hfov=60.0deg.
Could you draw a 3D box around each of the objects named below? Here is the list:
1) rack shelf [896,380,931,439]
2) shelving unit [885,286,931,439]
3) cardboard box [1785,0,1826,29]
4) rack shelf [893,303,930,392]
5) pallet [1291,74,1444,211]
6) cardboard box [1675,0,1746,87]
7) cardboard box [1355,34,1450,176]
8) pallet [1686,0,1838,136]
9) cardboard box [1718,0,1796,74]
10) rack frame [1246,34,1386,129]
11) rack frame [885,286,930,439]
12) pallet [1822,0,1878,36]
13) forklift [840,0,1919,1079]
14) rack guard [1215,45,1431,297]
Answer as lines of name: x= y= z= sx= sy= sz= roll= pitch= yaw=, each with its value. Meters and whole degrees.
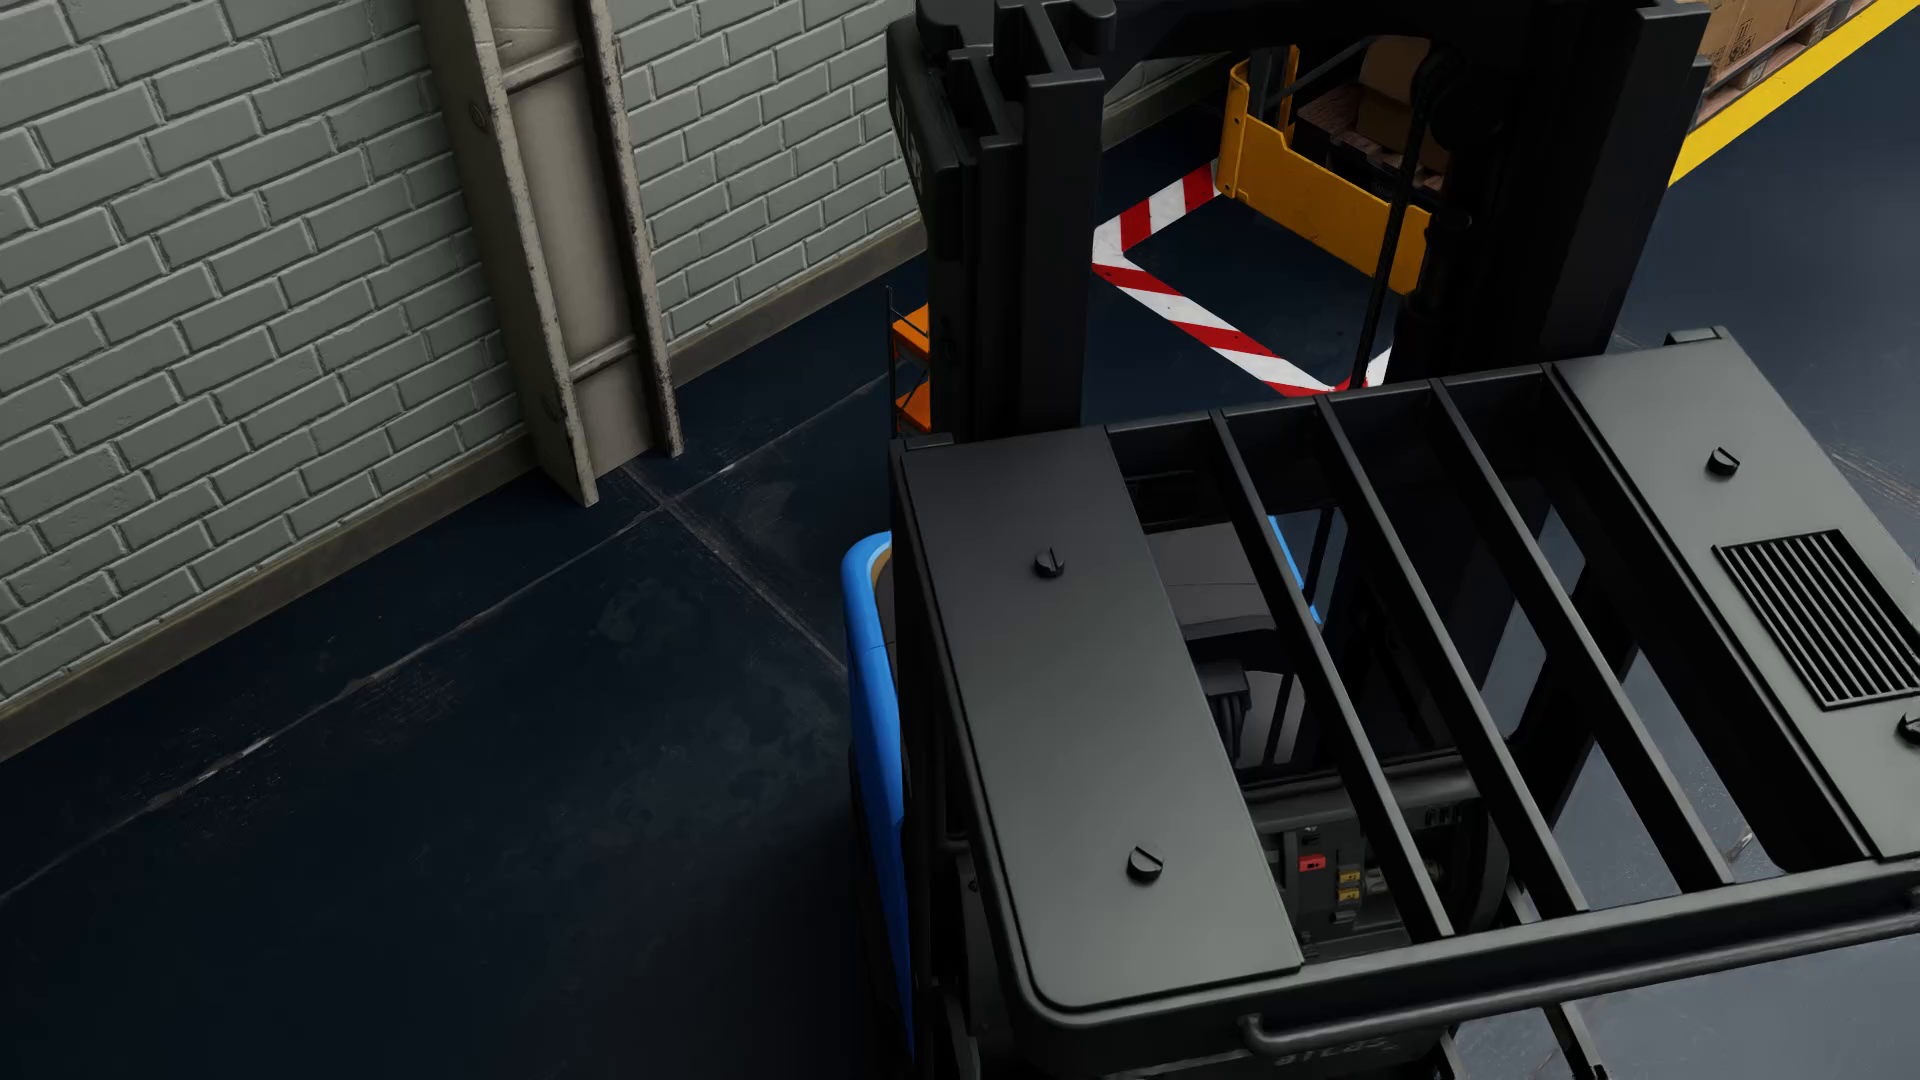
rack shelf: x=-0.040 y=-0.322 z=4.847 sx=0.240 sy=0.259 sz=0.215 roll=-34 pitch=56 yaw=-27
shelving unit: x=-0.040 y=-0.330 z=4.840 sx=0.252 sy=1.050 sz=0.215 roll=-34 pitch=56 yaw=-27
cardboard box: x=3.383 y=-2.603 z=7.026 sx=0.500 sy=0.500 sz=0.700 roll=-36 pitch=57 yaw=-28
rack shelf: x=-0.040 y=-0.515 z=4.639 sx=0.240 sy=0.259 sz=0.215 roll=-34 pitch=56 yaw=-27
pallet: x=2.085 y=-1.629 z=6.610 sx=1.213 sy=0.211 sz=1.003 roll=-34 pitch=56 yaw=-27
cardboard box: x=2.615 y=-2.090 z=6.553 sx=0.500 sy=0.500 sz=0.700 roll=-32 pitch=55 yaw=-26
cardboard box: x=1.956 y=-1.690 z=6.181 sx=0.637 sy=0.503 sz=0.797 roll=-36 pitch=57 yaw=-28
pallet: x=2.987 y=-2.230 z=7.164 sx=1.213 sy=0.211 sz=1.003 roll=-34 pitch=56 yaw=-27
cardboard box: x=3.073 y=-2.297 z=6.744 sx=0.500 sy=0.500 sz=0.500 roll=-33 pitch=55 yaw=-27
rack frame: x=1.440 y=-2.143 z=5.186 sx=0.127 sy=3.000 sz=1.000 roll=-34 pitch=56 yaw=-27
rack frame: x=-0.130 y=-0.269 z=4.784 sx=0.008 sy=1.050 sz=0.200 roll=-34 pitch=56 yaw=-27
pallet: x=3.890 y=-2.836 z=7.723 sx=1.213 sy=0.211 sz=1.003 roll=-34 pitch=56 yaw=-27
forklift: x=0.504 y=0.720 z=2.591 sx=1.130 sy=2.935 sz=3.031 roll=-8 pitch=48 yaw=-8
rack guard: x=1.496 y=-1.333 z=6.140 sx=0.348 sy=0.500 sz=1.175 roll=-34 pitch=56 yaw=-27
